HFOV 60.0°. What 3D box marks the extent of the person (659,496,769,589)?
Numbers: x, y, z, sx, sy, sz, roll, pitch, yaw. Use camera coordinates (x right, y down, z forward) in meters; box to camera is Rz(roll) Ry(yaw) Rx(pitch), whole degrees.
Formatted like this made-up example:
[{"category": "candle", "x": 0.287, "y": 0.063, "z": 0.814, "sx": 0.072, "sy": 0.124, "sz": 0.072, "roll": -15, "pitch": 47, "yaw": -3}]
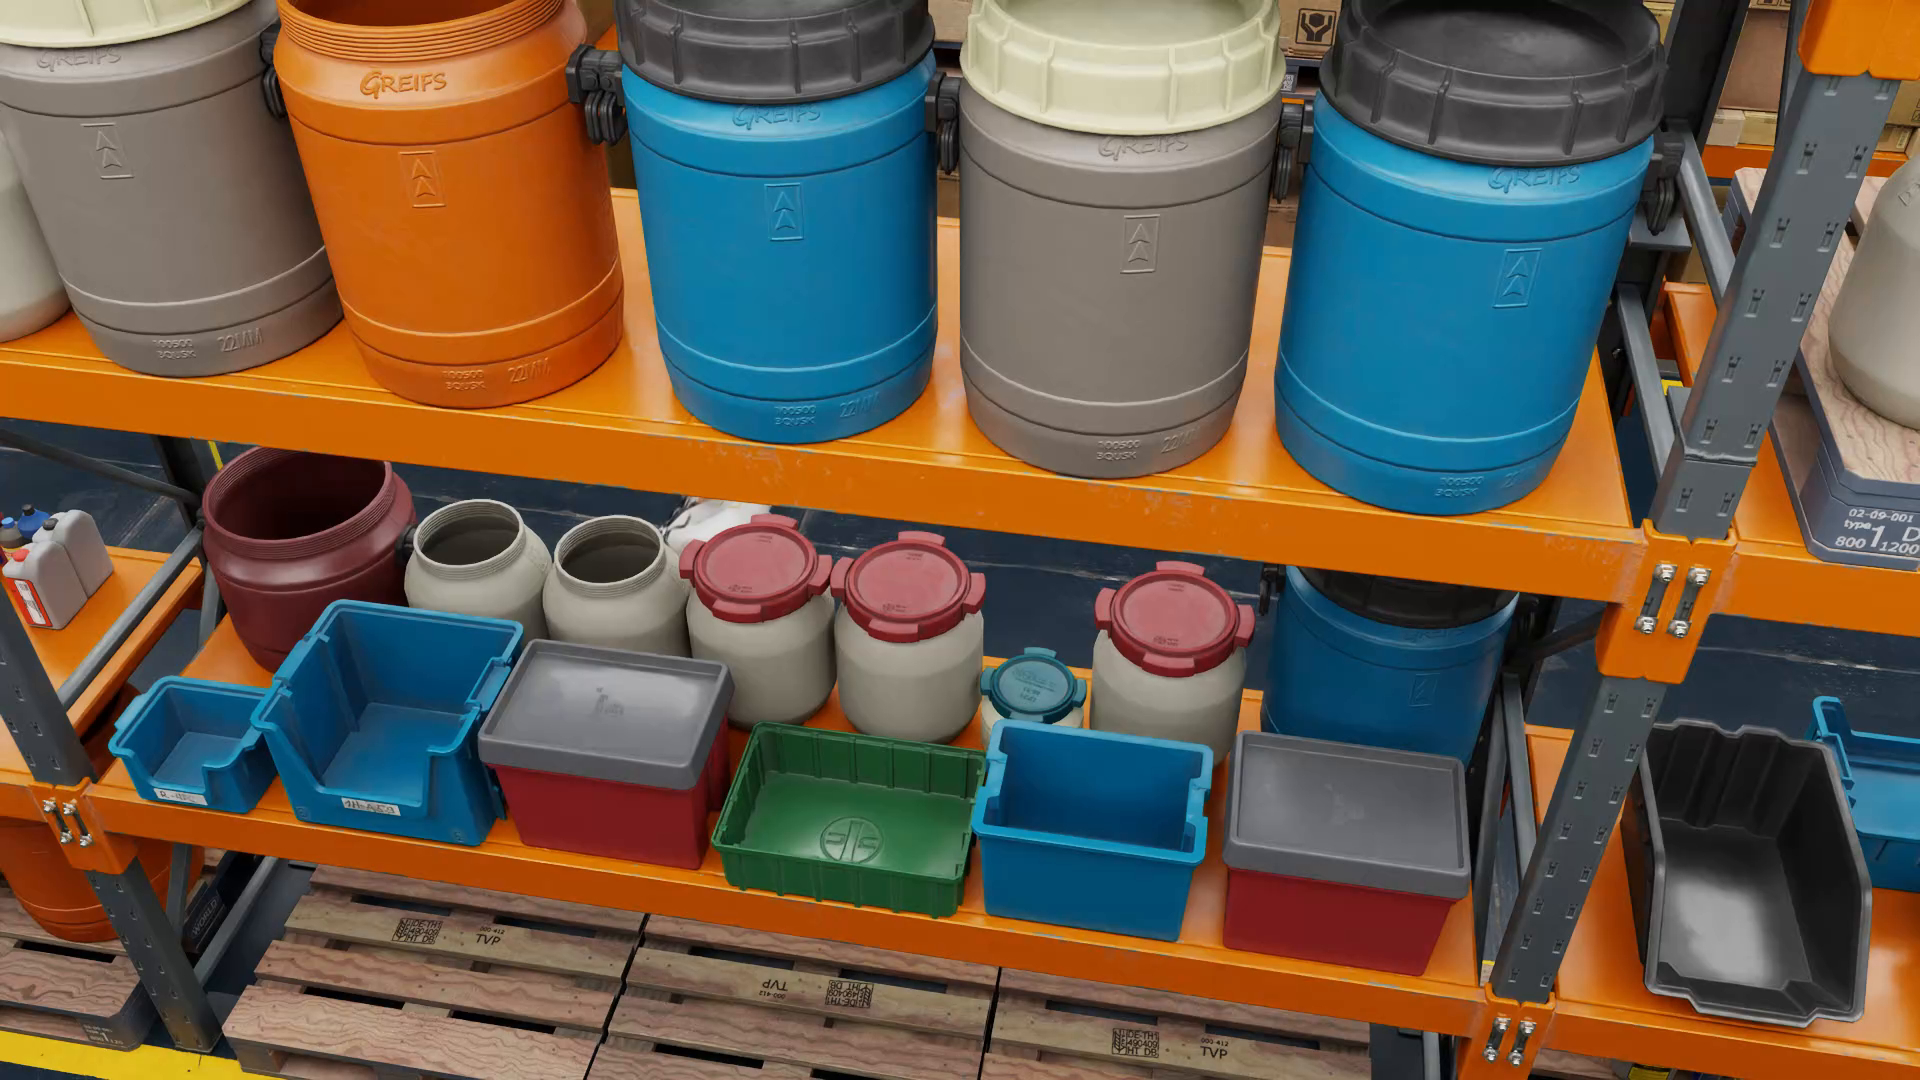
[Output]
[{"category": "person", "x": -0.842, "y": 0.323, "z": 5.765, "sx": 0.388, "sy": 1.780, "sz": 0.573, "roll": 7, "pitch": 41, "yaw": 9}]
